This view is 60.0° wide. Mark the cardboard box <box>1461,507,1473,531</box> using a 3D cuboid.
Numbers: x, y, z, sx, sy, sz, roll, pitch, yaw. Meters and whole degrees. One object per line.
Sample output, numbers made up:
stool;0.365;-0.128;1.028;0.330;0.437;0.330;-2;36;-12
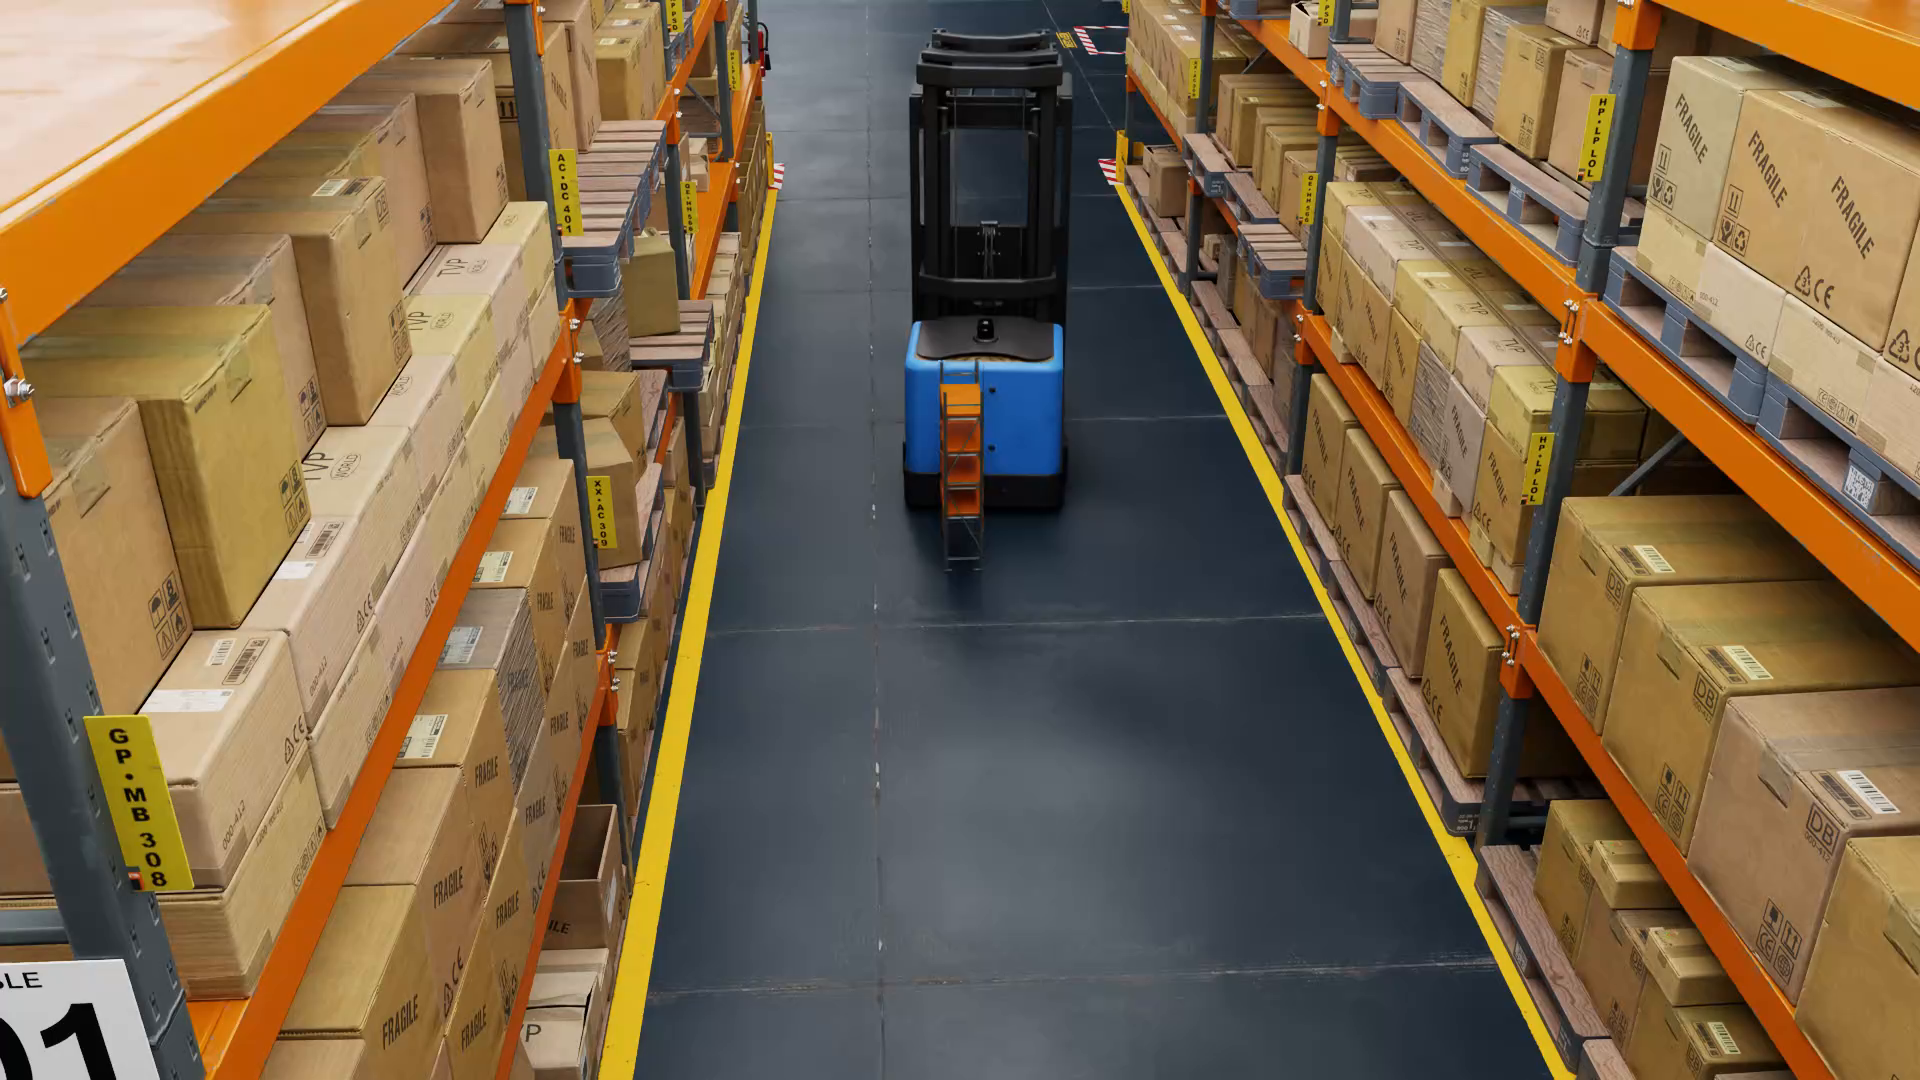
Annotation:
cardboard box;2.635;-0.116;7.978;0.380;0.149;0.250;-1;28;-1

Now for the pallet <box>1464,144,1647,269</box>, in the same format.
pallet;2.844;-1.500;7.345;0.805;0.209;1.217;-2;28;-5

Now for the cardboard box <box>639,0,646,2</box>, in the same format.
cardboard box;-2.359;-3.722;11.107;0.500;0.250;0.500;-2;28;-4

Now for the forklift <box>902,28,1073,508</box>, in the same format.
forklift;0.218;-2.152;11.707;1.130;2.935;3.031;1;28;2

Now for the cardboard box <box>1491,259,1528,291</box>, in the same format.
cardboard box;3.089;-1.282;8.703;0.500;0.250;0.500;-2;28;-4

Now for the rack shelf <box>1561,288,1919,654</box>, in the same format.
rack shelf;3.045;0.080;4.887;1.077;0.370;4.000;-1;28;-3

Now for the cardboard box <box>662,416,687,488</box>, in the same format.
cardboard box;-1.924;-0.525;9.930;0.500;0.250;0.500;0;28;-1

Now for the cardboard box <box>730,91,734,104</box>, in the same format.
cardboard box;-2.537;-4.366;15.770;0.700;0.500;0.500;-1;28;-1

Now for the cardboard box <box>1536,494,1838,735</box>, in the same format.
cardboard box;2.953;0.286;6.634;0.980;0.700;0.700;-1;28;-2

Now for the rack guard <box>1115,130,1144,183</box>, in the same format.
rack guard;2.318;-4.231;18.321;1.175;0.500;0.348;-1;28;-3

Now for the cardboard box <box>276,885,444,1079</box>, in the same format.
cardboard box;-1.592;1.196;4.024;0.500;0.500;0.500;-1;28;-2

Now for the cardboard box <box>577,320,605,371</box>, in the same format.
cardboard box;-2.160;-0.756;8.393;0.700;0.500;0.500;-8;29;-16

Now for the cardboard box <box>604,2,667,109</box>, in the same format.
cardboard box;-2.158;-2.732;9.392;0.910;0.500;0.500;-1;28;-3

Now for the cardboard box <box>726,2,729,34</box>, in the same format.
cardboard box;-2.532;-4.925;15.438;0.700;0.500;0.500;-1;28;-3

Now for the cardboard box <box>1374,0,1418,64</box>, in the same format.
cardboard box;2.814;-3.031;9.489;0.700;0.500;0.500;-3;28;-7

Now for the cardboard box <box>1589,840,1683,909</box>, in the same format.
cardboard box;2.713;1.313;6.537;0.380;0.149;0.250;0;28;-1

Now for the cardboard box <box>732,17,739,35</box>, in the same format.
cardboard box;-2.383;-5.058;16.394;0.380;0.149;0.250;-1;28;-2

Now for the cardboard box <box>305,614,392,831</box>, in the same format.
cardboard box;-1.583;0.398;3.661;0.500;0.250;0.500;-1;28;-3

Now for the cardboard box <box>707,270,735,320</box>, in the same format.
cardboard box;-2.059;-1.970;13.197;0.500;0.311;0.500;-1;28;-3

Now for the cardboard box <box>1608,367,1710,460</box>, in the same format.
cardboard box;3.177;-0.569;7.334;0.500;0.250;0.500;-1;28;-1

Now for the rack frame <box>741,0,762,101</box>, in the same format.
rack frame;-2.633;-5.253;17.577;1.000;3.000;0.127;-1;28;-3

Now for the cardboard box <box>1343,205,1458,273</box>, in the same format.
cardboard box;2.527;-1.733;9.567;0.500;0.250;0.500;-2;28;-3

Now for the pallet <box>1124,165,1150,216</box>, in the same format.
pallet;2.325;-3.726;17.667;1.003;0.211;1.213;-1;28;-3

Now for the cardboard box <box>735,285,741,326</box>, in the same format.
cardboard box;-2.088;-1.954;13.773;0.500;0.250;0.500;-2;28;-3

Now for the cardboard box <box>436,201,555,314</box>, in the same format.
cardboard box;-1.709;-0.978;5.760;0.500;0.250;0.500;-1;28;-3

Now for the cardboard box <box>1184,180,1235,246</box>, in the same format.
cardboard box;2.429;-3.092;15.662;0.500;0.500;0.500;-3;28;-7

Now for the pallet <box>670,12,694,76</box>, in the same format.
pallet;-2.340;-3.116;10.441;1.213;0.211;1.003;0;28;0

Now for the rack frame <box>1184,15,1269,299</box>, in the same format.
rack frame;2.523;-3.527;14.268;1.000;3.000;0.127;-1;28;-3

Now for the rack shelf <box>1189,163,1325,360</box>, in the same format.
rack shelf;2.627;-2.284;12.664;1.077;0.370;4.000;-1;28;-3

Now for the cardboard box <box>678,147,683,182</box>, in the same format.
cardboard box;-2.346;-2.620;12.422;0.500;0.500;0.500;-1;28;-3

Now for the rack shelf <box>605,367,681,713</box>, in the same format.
rack shelf;-2.110;-0.316;8.889;1.077;0.370;4.000;-1;28;-3

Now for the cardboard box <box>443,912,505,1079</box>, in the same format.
cardboard box;-1.612;1.411;4.693;0.500;0.500;0.500;-1;28;-3

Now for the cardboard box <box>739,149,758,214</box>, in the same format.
cardboard box;-2.188;-3.388;15.711;0.500;0.500;0.500;-1;28;-3

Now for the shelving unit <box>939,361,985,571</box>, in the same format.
shelving unit;0.009;-0.456;10.326;0.258;1.200;0.503;-1;28;-3

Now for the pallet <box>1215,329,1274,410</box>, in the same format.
pallet;2.632;-1.366;13.141;1.003;0.211;1.213;-1;28;-3

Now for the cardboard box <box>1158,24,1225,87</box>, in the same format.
cardboard box;2.142;-4.476;15.417;0.500;0.500;0.500;-2;28;-4

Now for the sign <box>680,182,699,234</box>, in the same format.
sign;-1.673;-2.054;10.278;0.100;0.325;0.005;-1;28;-3

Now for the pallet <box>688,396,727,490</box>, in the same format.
pallet;-2.219;-0.703;11.869;1.003;0.211;1.213;-1;28;-3

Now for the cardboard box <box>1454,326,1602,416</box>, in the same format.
cardboard box;2.644;-0.796;7.770;0.500;0.250;0.500;-1;28;-2

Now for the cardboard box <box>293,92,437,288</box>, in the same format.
cardboard box;-2.058;-1.071;5.126;0.700;0.500;0.500;-1;28;-3

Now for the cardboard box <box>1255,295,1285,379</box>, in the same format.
cardboard box;2.677;-1.567;12.738;0.700;0.500;0.500;-2;28;-3

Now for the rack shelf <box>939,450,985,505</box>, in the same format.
rack shelf;0.009;-0.396;10.357;0.258;0.148;0.480;-1;28;-3

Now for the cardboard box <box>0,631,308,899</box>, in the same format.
cardboard box;-1.564;0.408;3.103;0.500;0.250;0.500;-1;28;-3

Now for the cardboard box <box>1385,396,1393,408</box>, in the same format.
cardboard box;2.613;-0.826;9.340;0.380;0.149;0.250;-1;28;-2

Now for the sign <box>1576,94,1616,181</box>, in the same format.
sign;2.399;-1.513;6.265;0.100;0.325;0.005;-1;28;-3

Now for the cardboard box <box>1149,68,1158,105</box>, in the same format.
cardboard box;2.109;-4.375;16.035;0.500;0.250;0.500;-1;28;-2

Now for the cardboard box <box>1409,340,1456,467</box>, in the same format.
cardboard box;2.611;-0.692;8.382;0.500;0.500;0.500;-1;28;-3

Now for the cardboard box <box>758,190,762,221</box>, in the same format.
cardboard box;-2.219;-3.287;16.327;0.500;0.250;0.500;-1;28;-3

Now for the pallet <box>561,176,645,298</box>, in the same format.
pallet;-1.970;-1.260;6.883;1.213;0.211;1.003;-1;28;-3

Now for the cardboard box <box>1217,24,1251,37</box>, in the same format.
cardboard box;2.663;-4.493;15.450;0.500;0.500;0.500;-1;28;-1

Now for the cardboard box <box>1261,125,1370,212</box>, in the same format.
cardboard box;2.610;-2.711;12.119;0.700;0.500;0.500;-1;28;-3

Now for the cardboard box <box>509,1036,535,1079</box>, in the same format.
cardboard box;-1.903;2.068;5.764;0.797;0.503;0.637;-1;28;-3

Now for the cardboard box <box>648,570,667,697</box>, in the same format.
cardboard box;-1.845;0.496;8.783;0.500;0.500;0.500;-1;28;-2

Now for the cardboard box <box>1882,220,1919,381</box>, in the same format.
cardboard box;2.788;-0.615;4.231;0.500;0.500;0.500;-3;28;-5
